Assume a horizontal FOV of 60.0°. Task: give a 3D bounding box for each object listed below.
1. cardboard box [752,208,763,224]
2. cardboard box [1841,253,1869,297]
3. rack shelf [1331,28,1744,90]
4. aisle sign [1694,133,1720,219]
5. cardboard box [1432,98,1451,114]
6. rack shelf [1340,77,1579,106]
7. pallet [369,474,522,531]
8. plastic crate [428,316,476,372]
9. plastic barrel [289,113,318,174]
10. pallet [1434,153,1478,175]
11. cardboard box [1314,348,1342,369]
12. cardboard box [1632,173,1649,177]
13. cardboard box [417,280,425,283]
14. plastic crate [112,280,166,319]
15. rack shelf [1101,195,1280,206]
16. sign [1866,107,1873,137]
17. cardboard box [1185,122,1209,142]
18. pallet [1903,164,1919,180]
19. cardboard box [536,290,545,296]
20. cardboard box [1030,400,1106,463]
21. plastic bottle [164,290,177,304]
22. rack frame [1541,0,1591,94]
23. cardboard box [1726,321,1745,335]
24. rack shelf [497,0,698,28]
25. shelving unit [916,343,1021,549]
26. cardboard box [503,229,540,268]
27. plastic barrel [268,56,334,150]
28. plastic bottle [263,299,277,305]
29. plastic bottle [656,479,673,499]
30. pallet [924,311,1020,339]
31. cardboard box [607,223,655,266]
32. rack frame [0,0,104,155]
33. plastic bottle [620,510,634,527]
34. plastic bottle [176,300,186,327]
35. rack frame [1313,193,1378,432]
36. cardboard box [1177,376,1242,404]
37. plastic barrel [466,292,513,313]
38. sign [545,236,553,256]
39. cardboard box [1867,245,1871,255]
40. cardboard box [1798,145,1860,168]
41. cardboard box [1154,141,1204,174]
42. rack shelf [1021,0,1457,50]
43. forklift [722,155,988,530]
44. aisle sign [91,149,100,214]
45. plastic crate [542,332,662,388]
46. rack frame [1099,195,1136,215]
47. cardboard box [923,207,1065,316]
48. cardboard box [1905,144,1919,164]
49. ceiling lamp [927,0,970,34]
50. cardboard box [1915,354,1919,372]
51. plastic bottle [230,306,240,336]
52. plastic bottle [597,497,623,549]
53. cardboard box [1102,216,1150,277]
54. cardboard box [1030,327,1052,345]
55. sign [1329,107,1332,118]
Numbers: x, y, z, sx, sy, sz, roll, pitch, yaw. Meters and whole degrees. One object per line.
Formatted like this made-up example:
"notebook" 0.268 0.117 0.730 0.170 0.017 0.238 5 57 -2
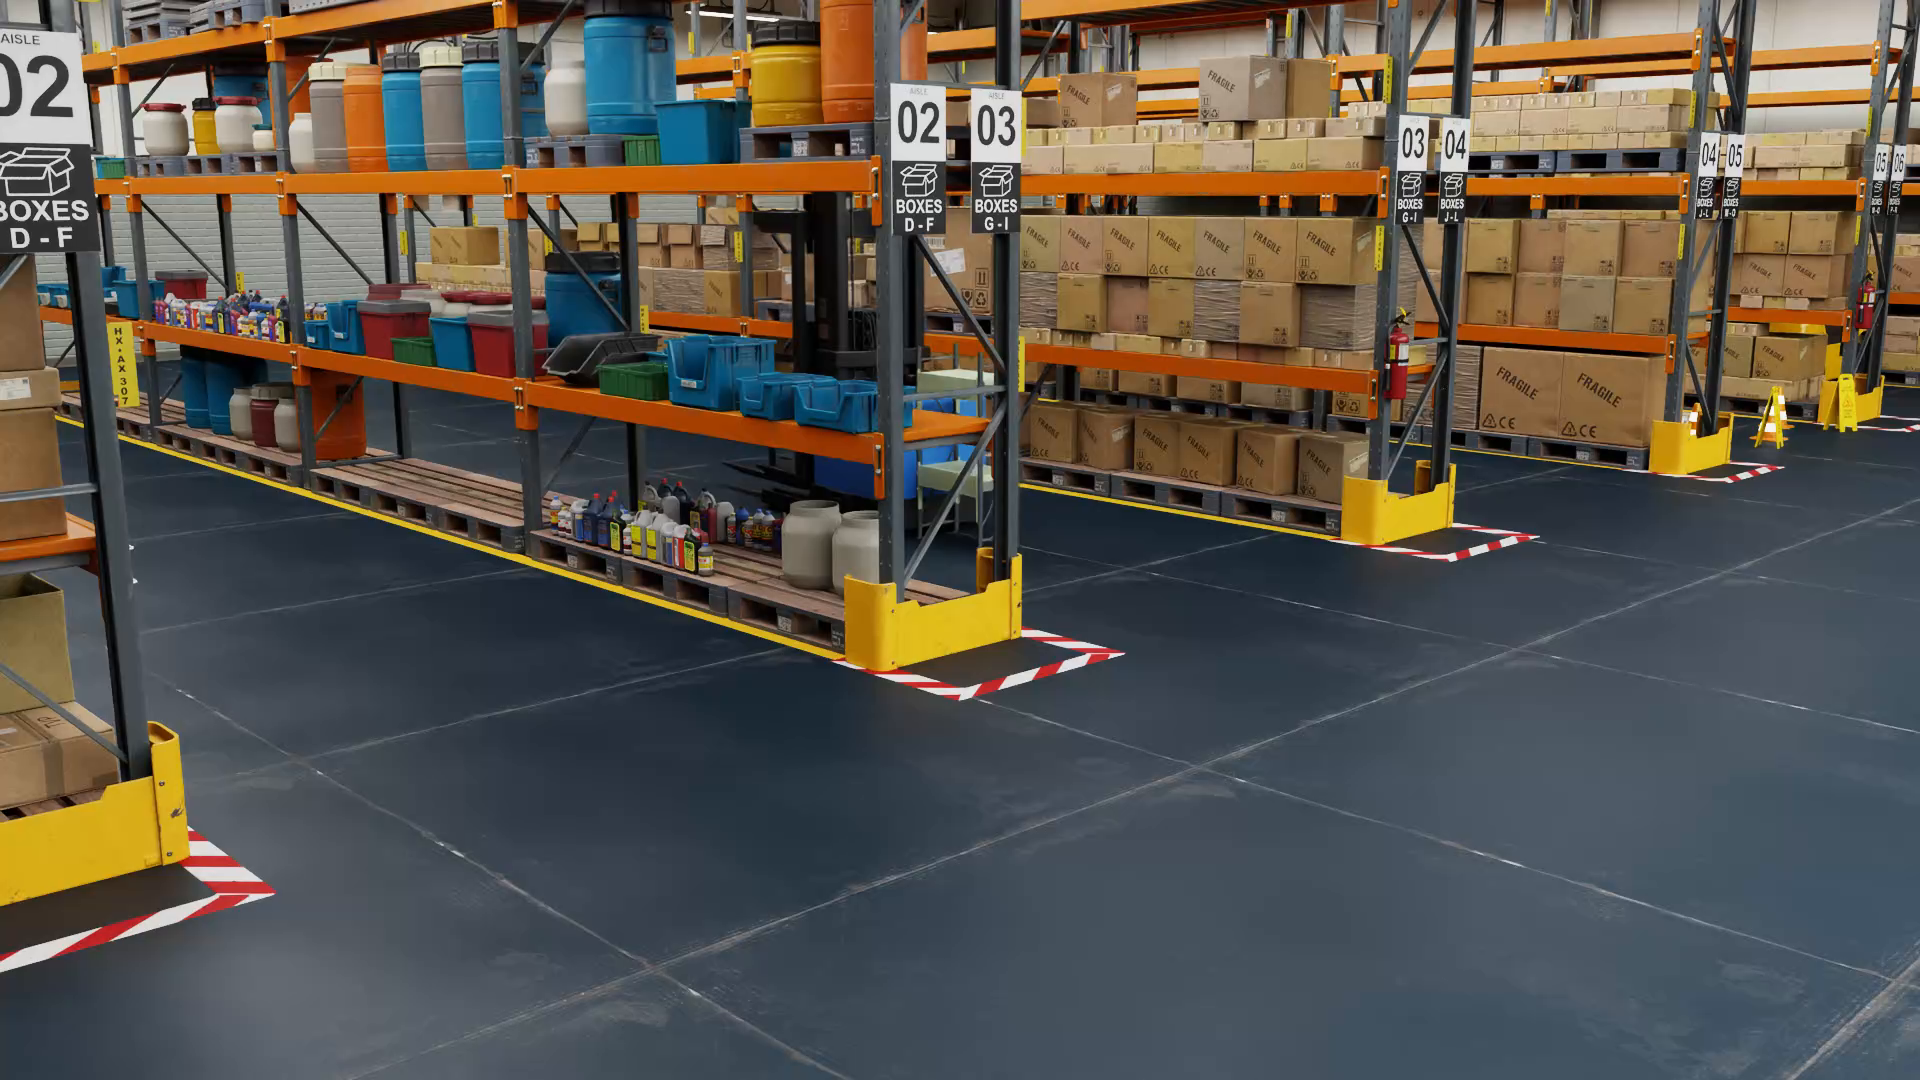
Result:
"cardboard box" -3.053 -4.959 26.085 0.500 0.500 0.500 -11 16 -44
"cardboard box" 10.566 -3.201 20.029 0.500 0.500 0.500 -11 16 -43
"rack shelf" 5.801 -4.876 17.051 1.077 0.370 4.000 -11 16 -43
"aisle sign" 7.015 -3.415 15.611 0.394 0.787 0.004 -11 16 -43
"cardboard box" 5.131 -4.520 17.341 0.380 0.149 0.250 -11 16 -42
"rack shelf" 6.549 -6.164 23.304 1.077 0.370 4.000 -11 16 -43
"pallet" -4.236 -0.333 14.003 1.003 0.211 1.213 -11 16 -43
"plastic crate" -3.806 -1.521 12.899 0.392 0.384 0.575 -11 16 -43
"plastic barrel" -5.589 -3.431 14.419 0.421 0.512 0.421 0 12 0
"pallet" 4.978 -4.082 18.080 1.003 0.211 1.213 -11 16 -43
"cardboard box" 3.007 -1.444 13.108 0.380 0.149 0.250 -11 16 -43
"cardboard box" 8.681 -4.599 20.990 0.250 0.149 0.380 11 16 43
"cardboard box" -7.517 -3.632 23.728 0.380 0.149 0.250 -11 16 -42
"plastic crate" -8.913 -2.621 18.089 0.392 0.384 0.575 -11 16 -43
"rack shelf" 4.612 -6.751 32.593 1.077 0.370 4.000 -11 16 -43
"sign" 10.278 -4.727 18.793 0.100 0.325 0.005 -11 16 -43
"cardboard box" 2.059 -3.343 13.653 0.250 0.149 0.380 11 16 42
"pallet" 13.811 -5.123 23.131 1.003 0.211 1.213 -11 16 -43
"cardboard box" -5.209 -3.145 21.363 0.380 0.149 0.250 -11 16 -42
"cardboard box" 1.010 -1.019 15.576 0.500 0.500 0.500 11 16 43
"plastic bottle" -8.307 -2.452 17.501 0.144 0.351 0.185 -11 16 -43
"rack frame" 7.931 -6.420 21.774 1.000 3.000 0.127 -11 16 -43
"cardboard box" 9.478 -2.604 20.426 0.380 0.149 0.250 -11 16 -42
"rack shelf" -1.438 -3.509 10.417 1.077 0.370 4.000 -11 16 -43
"shelving unit" 0.059 -0.709 12.634 0.431 1.500 0.755 -9 15 -38
"cardboard box" -5.615 -3.812 21.756 0.500 0.500 0.500 -11 16 -42
"plastic barrel" -5.971 -3.963 15.176 0.600 0.830 0.708 -11 16 -43
"plastic bottle" -7.144 -2.359 17.234 0.152 0.276 0.135 -11 16 -43
"plastic bottle" -2.166 -0.275 12.288 0.185 0.351 0.144 11 16 44
"pallet" 0.341 -2.139 16.336 1.003 0.211 1.213 -11 16 -43
"cardboard box" -3.849 -3.615 20.292 0.797 0.503 0.637 -11 16 -42
"rack frame" -11.106 -6.101 20.222 1.000 3.000 0.127 -11 16 -43
"plastic bottle" -2.303 -0.071 11.492 0.097 0.271 0.097 0 12 0
"plastic bottle" -7.987 -2.321 17.061 0.097 0.271 0.097 0 12 0
"rack frame" 4.420 -2.778 18.960 1.000 3.000 0.127 -11 16 -43
"cardboard box" 3.263 -2.101 20.209 1.050 0.750 0.750 -11 16 -43
"plastic barrel" -3.828 -1.755 13.659 0.433 0.535 0.433 0 12 0
"sign" -5.162 -3.654 20.872 0.100 0.325 0.005 -11 16 -43
"cardboard box" 12.935 -4.153 23.779 0.380 0.149 0.250 -11 16 -42
"cardboard box" 10.145 -4.477 19.409 0.500 0.250 0.500 -11 16 -43
"cardboard box" 1.963 -3.169 13.799 0.500 0.250 0.500 -11 16 -44
"rack shelf" 2.144 -4.394 13.728 1.077 0.370 4.000 -11 16 -43
"forklift" -1.042 -1.728 14.037 1.130 2.935 3.031 -8 14 -35
"aisle sign" -10.944 -4.487 20.814 0.394 0.787 0.004 -11 16 -43
"plastic crate" -2.550 -1.286 11.876 0.767 0.338 0.504 -11 16 -43
"rack frame" 3.231 -5.926 34.240 1.000 3.000 0.127 -11 16 -43
"cardboard box" 0.316 -2.736 16.231 1.000 1.000 1.000 -11 16 -42
"cardboard box" 13.313 -5.364 23.126 0.396 0.266 0.258 -11 16 -42
"ceiling lamp" -0.304 -11.790 33.370 2.000 3.185 0.800 -11 16 -43
"cardboard box" 13.727 -2.474 23.260 0.500 0.250 0.500 -11 16 -42
"plastic bottle" -6.959 -2.104 15.980 0.061 0.283 0.133 -11 16 -43
"plastic bottle" -2.431 -0.126 11.563 0.185 0.351 0.144 11 16 43
"cardboard box" 1.581 -2.539 14.337 0.500 0.500 0.500 -11 16 -43
"cardboard box" 0.857 -1.867 15.160 0.380 0.149 0.250 -11 16 -43
"sign" 4.035 -4.577 18.199 0.100 0.325 0.005 -11 16 -43
